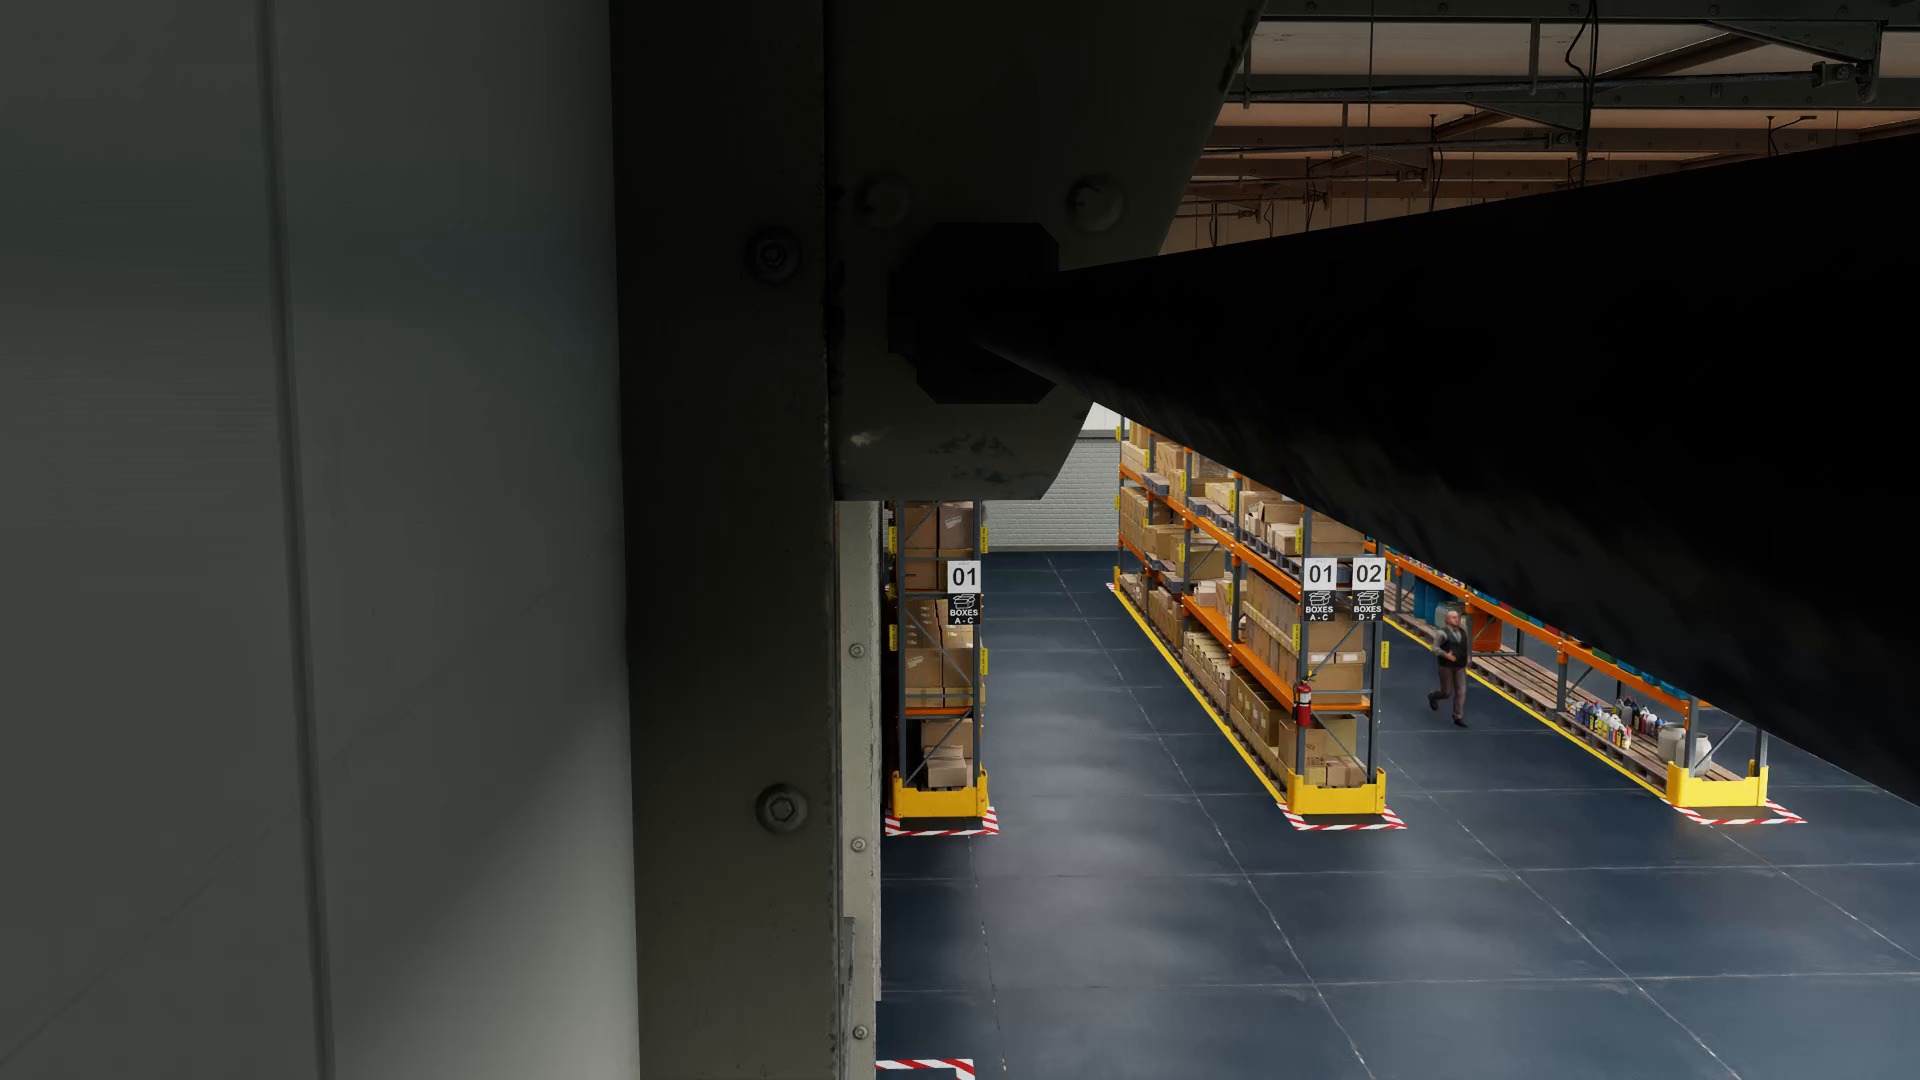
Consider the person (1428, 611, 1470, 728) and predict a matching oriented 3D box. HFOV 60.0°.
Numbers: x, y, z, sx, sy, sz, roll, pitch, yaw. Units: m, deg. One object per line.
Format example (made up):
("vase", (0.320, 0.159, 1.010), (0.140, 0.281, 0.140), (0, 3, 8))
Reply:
("person", (7.374, 1.905, 24.920), (0.663, 1.697, 0.926), (-2, 8, -15))
